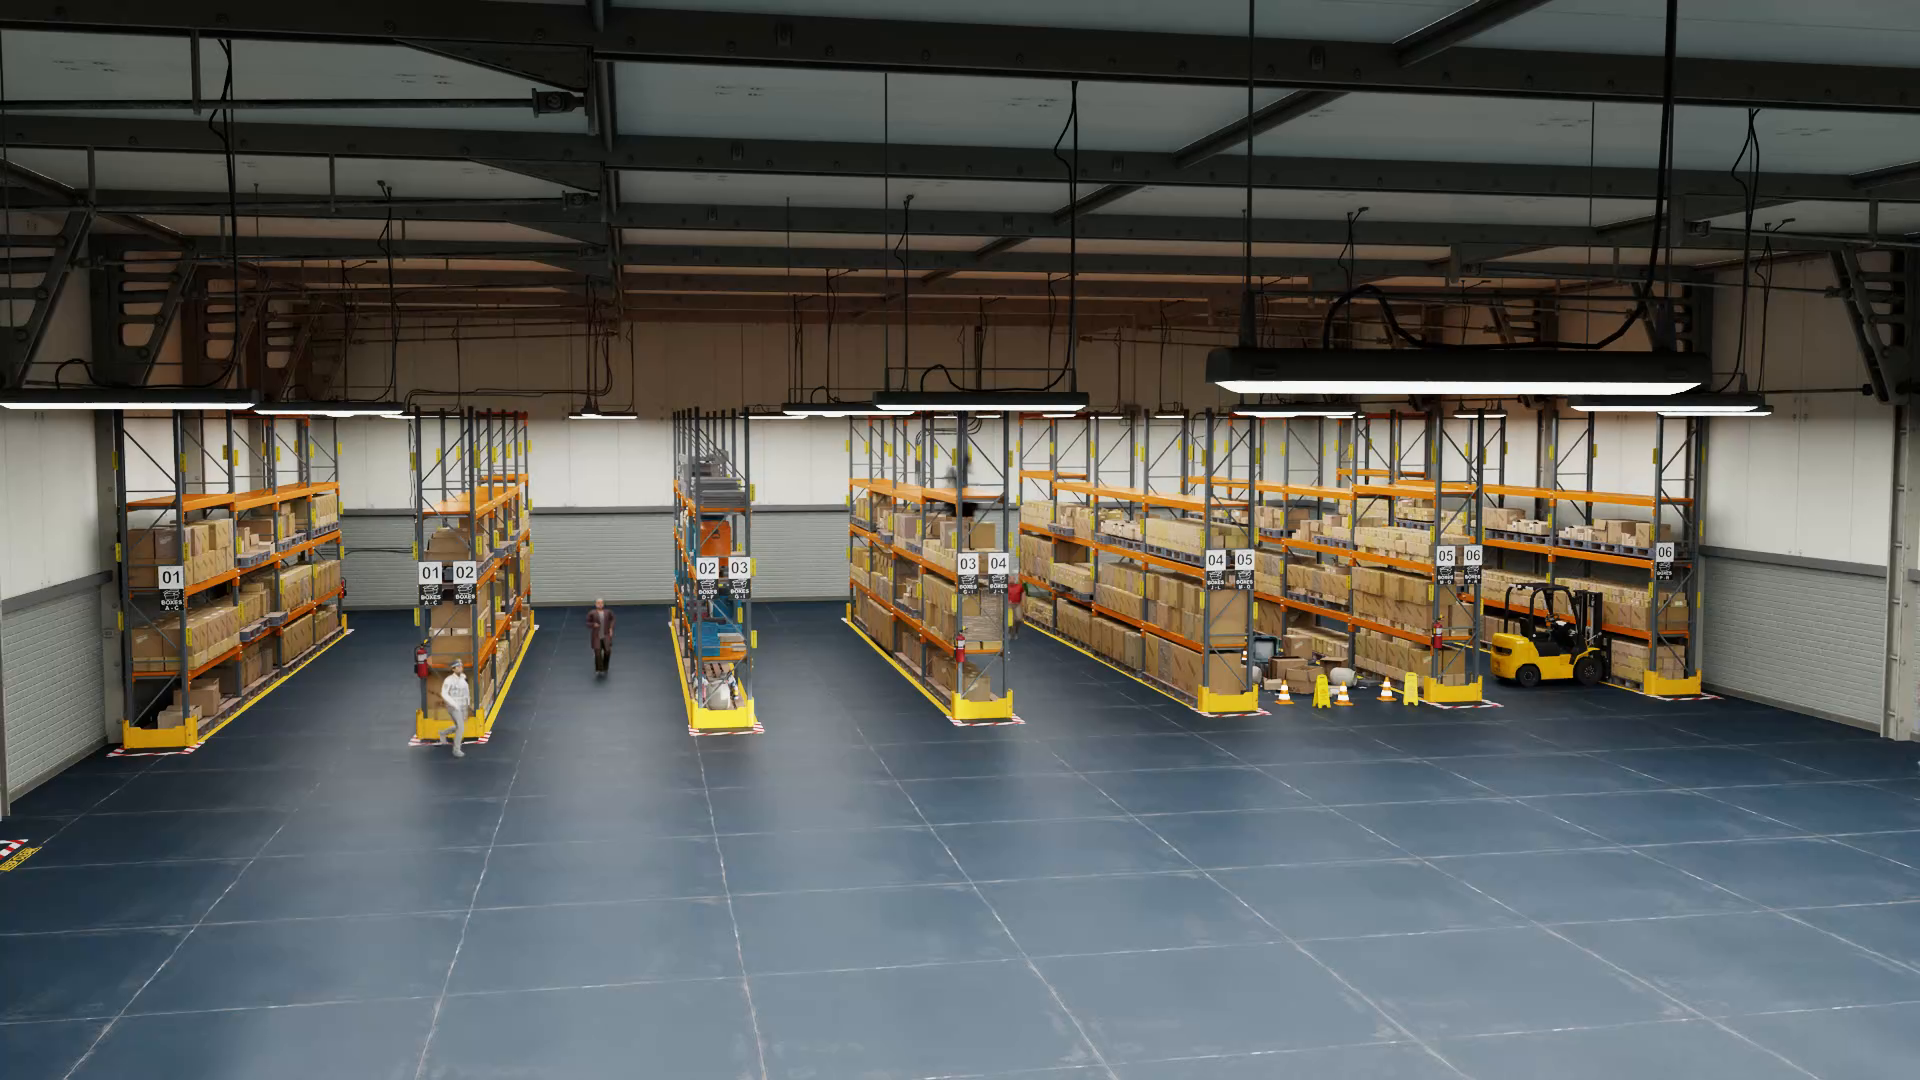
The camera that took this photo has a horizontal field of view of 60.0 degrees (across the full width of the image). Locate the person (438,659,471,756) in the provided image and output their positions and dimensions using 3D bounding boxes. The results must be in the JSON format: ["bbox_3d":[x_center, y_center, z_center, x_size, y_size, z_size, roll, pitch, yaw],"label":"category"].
[{"bbox_3d":[-8.736,2.865,28.666,0.626,1.685,0.637,2,4,25],"label":"person"}]

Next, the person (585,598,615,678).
[{"bbox_3d":[-8.010,2.207,37.158,0.687,1.805,0.733,-1,4,-19],"label":"person"}]

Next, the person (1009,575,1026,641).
[{"bbox_3d":[1.413,1.786,43.650,0.673,1.728,0.694,0,4,-5],"label":"person"}]

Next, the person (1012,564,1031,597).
[{"bbox_3d":[1.811,1.262,49.559,0.970,1.775,0.673,-2,5,-27],"label":"person"}]
